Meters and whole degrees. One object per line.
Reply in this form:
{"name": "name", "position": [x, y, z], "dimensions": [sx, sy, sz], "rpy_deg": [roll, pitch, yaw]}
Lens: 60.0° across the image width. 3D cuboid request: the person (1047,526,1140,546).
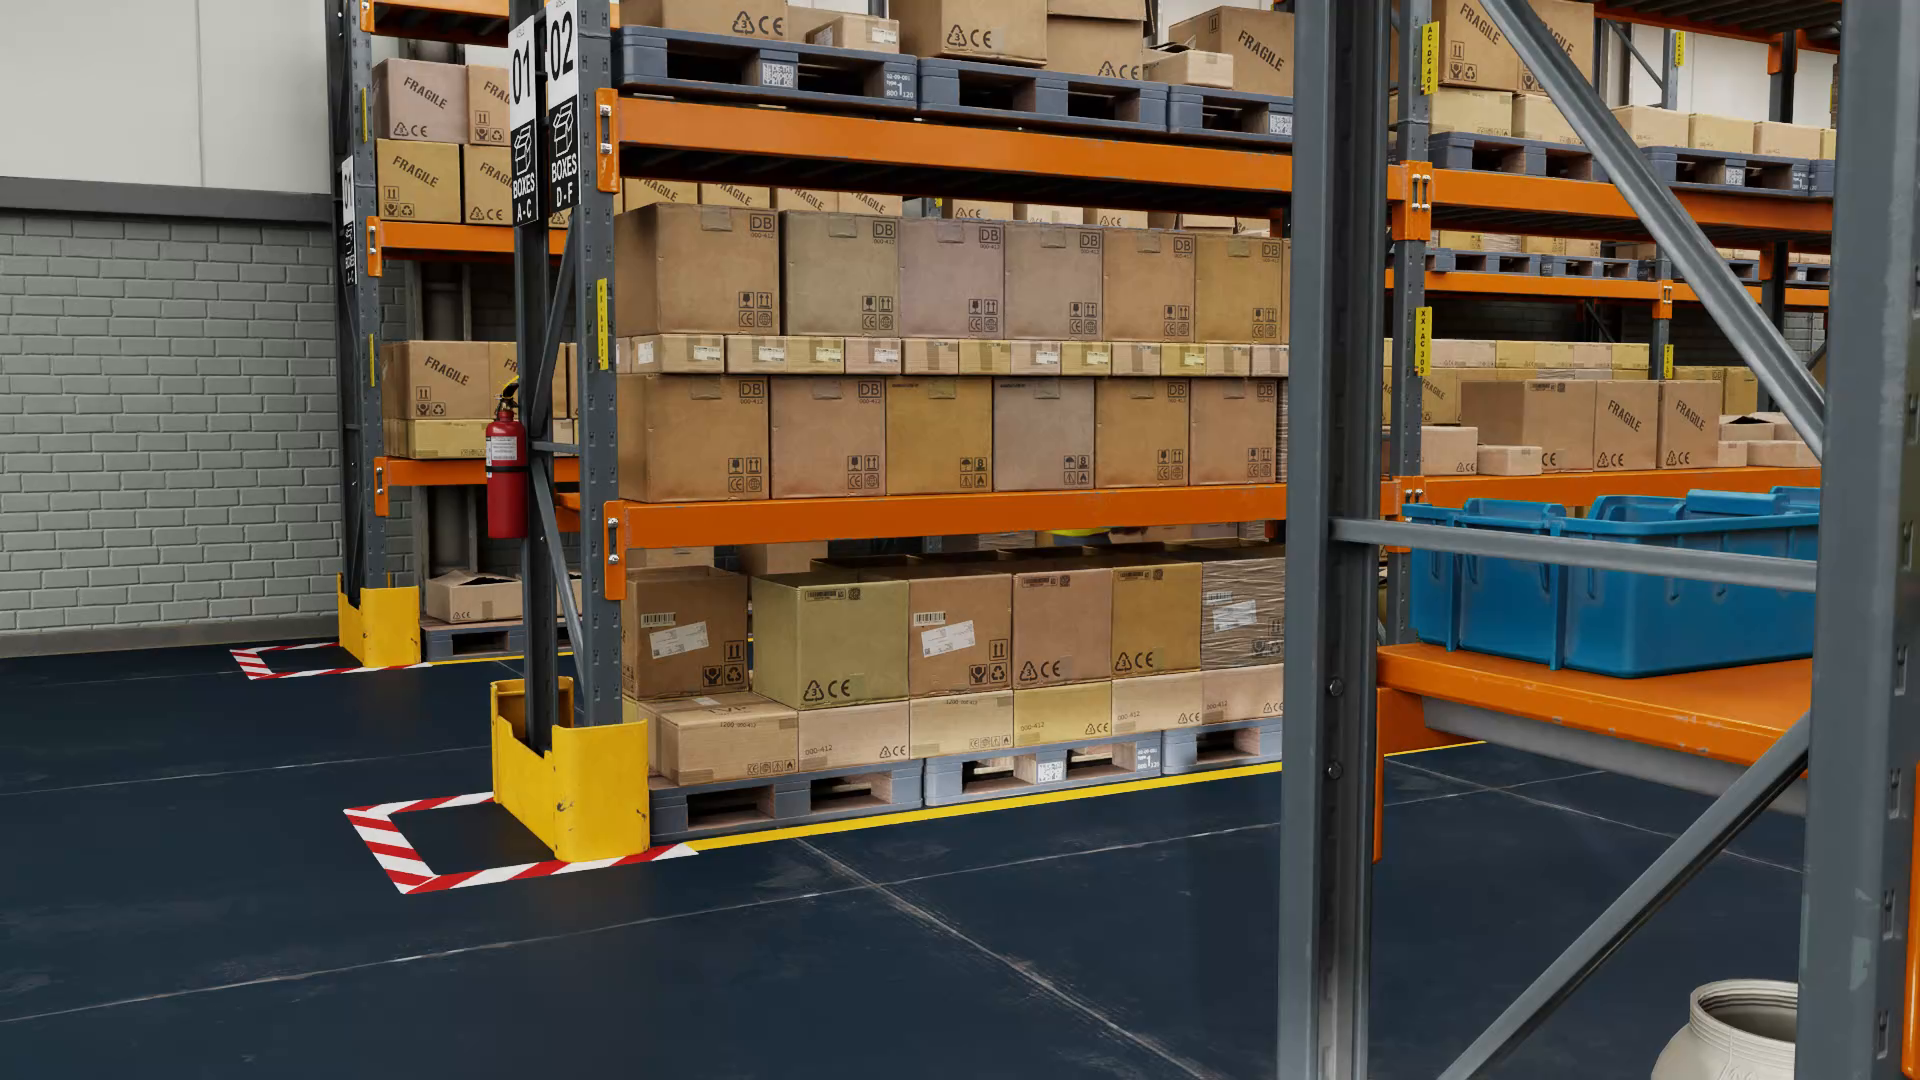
{"name": "person", "position": [0.805, -0.033, 10.006], "dimensions": [0.573, 1.766, 0.521], "rpy_deg": [-3, 6, -29]}
